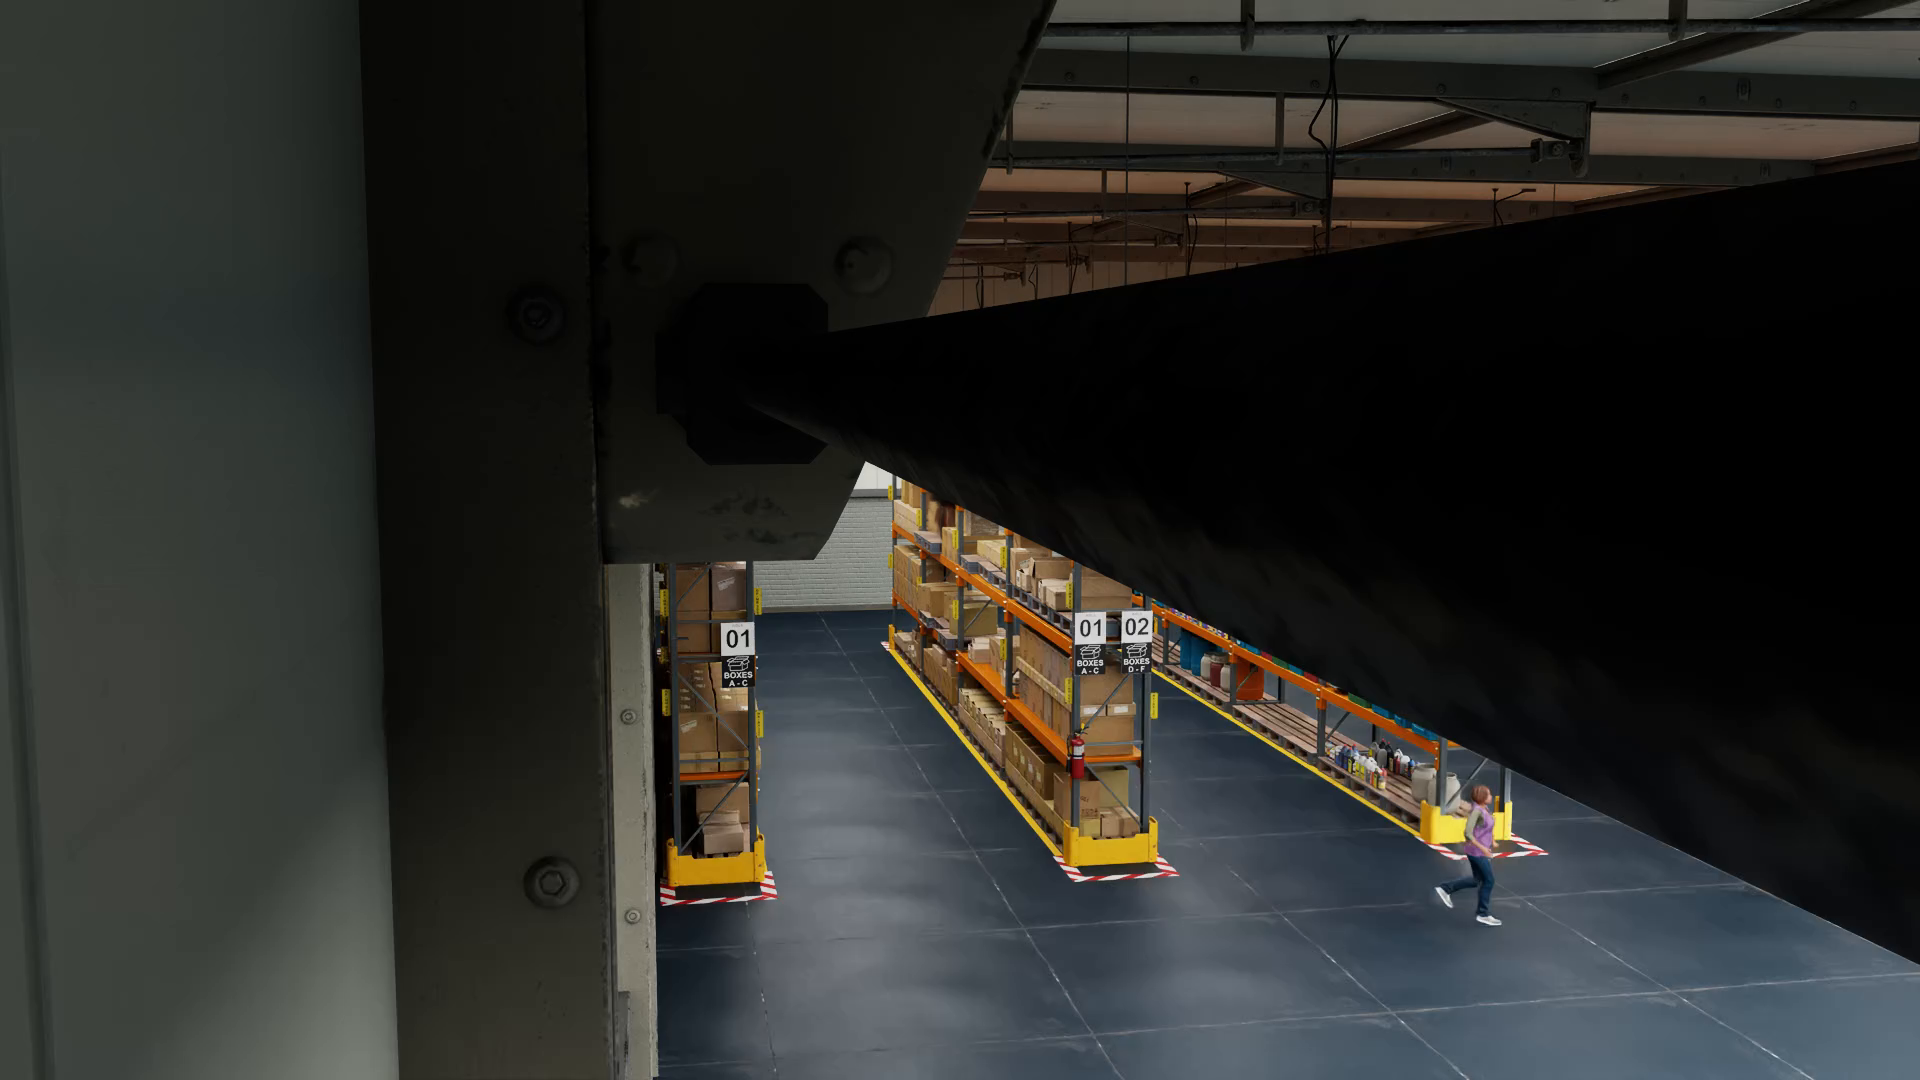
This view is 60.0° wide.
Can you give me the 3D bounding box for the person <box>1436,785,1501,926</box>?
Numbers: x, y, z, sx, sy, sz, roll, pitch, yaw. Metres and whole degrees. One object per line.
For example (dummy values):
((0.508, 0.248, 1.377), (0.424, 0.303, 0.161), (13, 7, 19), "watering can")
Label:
((5.746, 3.522, 18.720), (0.723, 1.595, 0.531), (2, 7, 21), "person")
